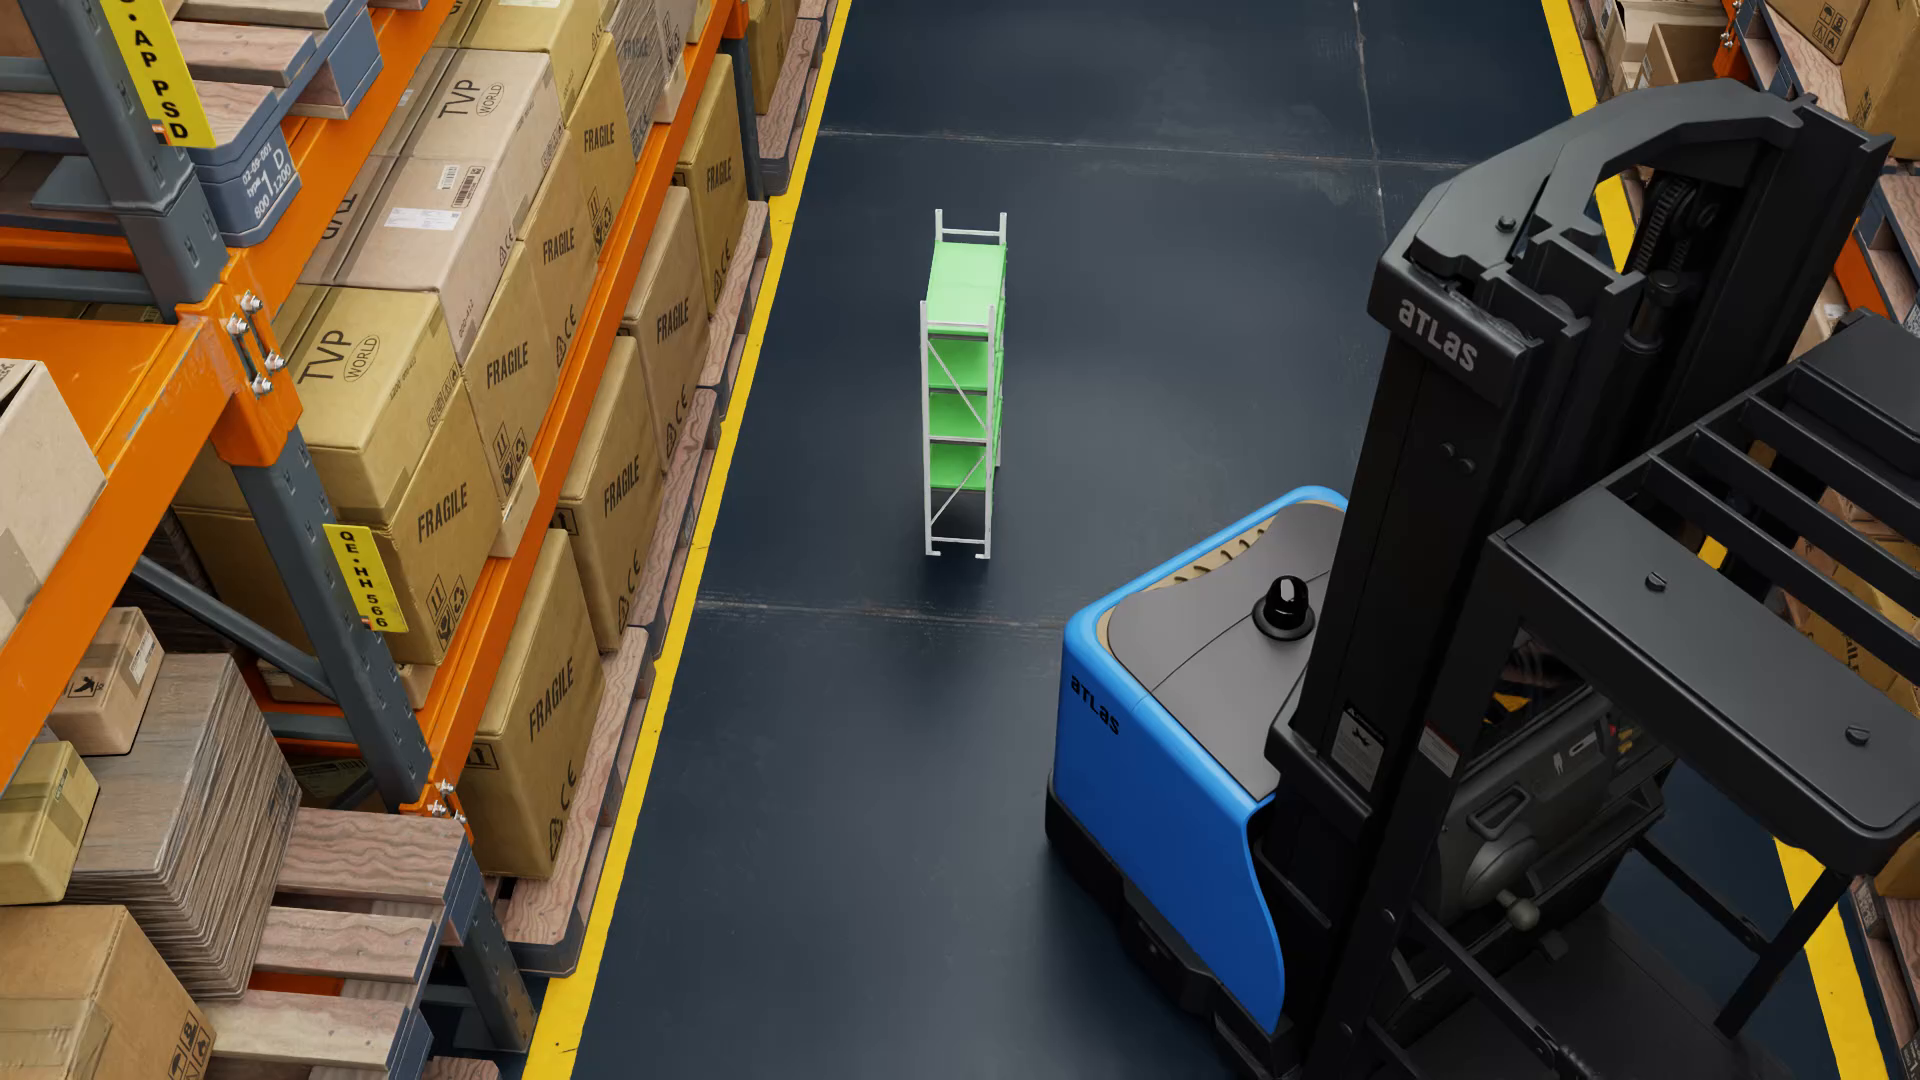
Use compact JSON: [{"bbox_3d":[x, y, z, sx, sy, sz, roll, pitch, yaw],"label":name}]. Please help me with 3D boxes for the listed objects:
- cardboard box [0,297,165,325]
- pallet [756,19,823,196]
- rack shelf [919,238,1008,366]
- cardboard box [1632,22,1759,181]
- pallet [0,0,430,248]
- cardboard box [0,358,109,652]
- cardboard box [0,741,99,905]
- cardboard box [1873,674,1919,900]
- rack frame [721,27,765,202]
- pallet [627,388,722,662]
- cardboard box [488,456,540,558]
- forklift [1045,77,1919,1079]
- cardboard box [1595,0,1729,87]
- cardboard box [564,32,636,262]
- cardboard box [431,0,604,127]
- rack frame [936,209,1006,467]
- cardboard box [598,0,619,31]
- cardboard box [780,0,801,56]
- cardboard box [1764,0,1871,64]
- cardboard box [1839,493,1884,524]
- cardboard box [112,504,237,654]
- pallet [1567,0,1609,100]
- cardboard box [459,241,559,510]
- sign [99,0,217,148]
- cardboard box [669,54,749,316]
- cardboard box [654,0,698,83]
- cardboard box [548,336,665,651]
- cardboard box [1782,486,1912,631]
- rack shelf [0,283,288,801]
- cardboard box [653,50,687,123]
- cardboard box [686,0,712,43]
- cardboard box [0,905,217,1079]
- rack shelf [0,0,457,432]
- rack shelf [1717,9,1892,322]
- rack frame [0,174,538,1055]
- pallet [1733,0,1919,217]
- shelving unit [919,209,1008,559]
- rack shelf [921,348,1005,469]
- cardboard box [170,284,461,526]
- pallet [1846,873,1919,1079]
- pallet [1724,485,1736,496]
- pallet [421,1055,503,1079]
[{"bbox_3d":[-1.978,-0.328,3.726,0.500,0.250,0.500,5,48,5],"label":"cardboard box"},{"bbox_3d":[-1.249,-2.135,8.060,1.003,0.211,1.213,4,48,4],"label":"pallet"},{"bbox_3d":[0.015,-0.807,5.611,0.258,0.148,0.480,4,48,4],"label":"rack shelf"},{"bbox_3d":[3.307,-1.935,7.383,0.500,0.500,0.500,4,48,4],"label":"cardboard box"},{"bbox_3d":[-1.755,-1.009,3.235,1.213,0.211,1.003,6,48,5],"label":"pallet"},{"bbox_3d":[-1.557,-0.025,2.254,0.500,0.311,0.500,4,48,4],"label":"cardboard box"},{"bbox_3d":[-1.777,0.509,2.947,0.380,0.149,0.250,-3,48,-3],"label":"cardboard box"},{"bbox_3d":[3.024,0.739,4.937,0.500,0.500,0.500,6,48,5],"label":"cardboard box"},{"bbox_3d":[-1.396,-2.523,6.524,1.000,3.000,0.127,4,48,4],"label":"rack frame"},{"bbox_3d":[-1.500,-0.110,6.208,1.003,0.211,1.213,4,48,4],"label":"pallet"},{"bbox_3d":[-1.360,-0.106,4.471,0.380,0.149,0.250,5,48,5],"label":"cardboard box"},{"bbox_3d":[1.533,0.640,3.678,1.130,2.935,3.031,-28,53,-23],"label":"forklift"},{"bbox_3d":[3.375,-2.422,7.957,0.500,0.311,0.500,4,48,4],"label":"cardboard box"},{"bbox_3d":[-1.318,-1.196,5.028,0.500,0.500,0.500,5,48,5],"label":"cardboard box"},{"bbox_3d":[-1.332,-1.432,4.736,0.500,0.250,0.500,3,48,3],"label":"cardboard box"},{"bbox_3d":[0.037,-0.706,6.082,0.240,1.200,0.015,4,48,4],"label":"rack frame"},{"bbox_3d":[-1.287,-1.806,5.078,0.500,0.250,0.500,5,48,4],"label":"cardboard box"},{"bbox_3d":[-1.177,-2.732,8.126,0.700,0.500,0.500,3,48,3],"label":"cardboard box"},{"bbox_3d":[3.271,-2.035,5.726,0.700,0.500,0.500,-11,48,-10],"label":"cardboard box"},{"bbox_3d":[3.114,-0.308,5.386,0.500,0.250,0.500,3,48,3],"label":"cardboard box"},{"bbox_3d":[-1.980,-0.089,4.016,0.500,0.500,0.500,4,48,4],"label":"cardboard box"},{"bbox_3d":[3.709,-2.655,8.535,1.003,0.211,1.213,4,48,4],"label":"pallet"},{"bbox_3d":[-1.404,-0.448,4.344,0.500,0.500,0.500,5,48,5],"label":"cardboard box"},{"bbox_3d":[-1.220,-0.732,2.504,0.100,0.325,0.005,4,48,4],"label":"sign"},{"bbox_3d":[-1.326,-1.452,6.718,0.750,0.750,0.750,4,48,4],"label":"cardboard box"},{"bbox_3d":[-1.224,-1.932,5.701,0.500,0.500,0.500,4,48,4],"label":"cardboard box"},{"bbox_3d":[-1.477,-0.174,5.549,0.750,0.750,0.750,4,48,3],"label":"cardboard box"},{"bbox_3d":[3.113,-0.027,5.638,0.500,0.500,0.500,2,48,2],"label":"cardboard box"},{"bbox_3d":[-1.943,1.117,1.650,1.077,0.370,4.000,4,48,4],"label":"rack shelf"},{"bbox_3d":[-1.178,-1.605,5.842,0.380,0.149,0.250,4,48,4],"label":"cardboard box"},{"bbox_3d":[-1.144,-1.990,6.194,0.380,0.149,0.250,5,48,4],"label":"cardboard box"},{"bbox_3d":[-1.817,0.993,2.943,0.700,0.500,0.500,0,48,0],"label":"cardboard box"},{"bbox_3d":[-1.578,-1.823,4.339,1.077,0.370,4.000,4,48,4],"label":"rack shelf"},{"bbox_3d":[3.355,-0.480,5.144,1.077,0.370,4.000,4,48,4],"label":"rack shelf"},{"bbox_3d":[-1.761,0.417,3.836,1.000,3.000,0.127,4,48,4],"label":"rack frame"},{"bbox_3d":[3.356,-1.548,5.763,1.003,0.211,1.213,4,48,4],"label":"pallet"},{"bbox_3d":[0.015,-0.527,5.918,0.258,1.200,0.503,4,48,4],"label":"shelving unit"},{"bbox_3d":[0.015,-0.483,5.966,0.258,0.148,0.480,4,48,4],"label":"rack shelf"},{"bbox_3d":[-1.460,-0.315,3.714,0.500,0.250,0.500,5,48,4],"label":"cardboard box"},{"bbox_3d":[3.278,1.142,5.062,1.003,0.211,1.213,4,48,4],"label":"pallet"},{"bbox_3d":[3.501,-0.651,6.702,1.003,0.211,1.213,4,48,4],"label":"pallet"},{"bbox_3d":[-1.833,1.932,4.340,1.003,0.211,1.213,4,48,4],"label":"pallet"}]
